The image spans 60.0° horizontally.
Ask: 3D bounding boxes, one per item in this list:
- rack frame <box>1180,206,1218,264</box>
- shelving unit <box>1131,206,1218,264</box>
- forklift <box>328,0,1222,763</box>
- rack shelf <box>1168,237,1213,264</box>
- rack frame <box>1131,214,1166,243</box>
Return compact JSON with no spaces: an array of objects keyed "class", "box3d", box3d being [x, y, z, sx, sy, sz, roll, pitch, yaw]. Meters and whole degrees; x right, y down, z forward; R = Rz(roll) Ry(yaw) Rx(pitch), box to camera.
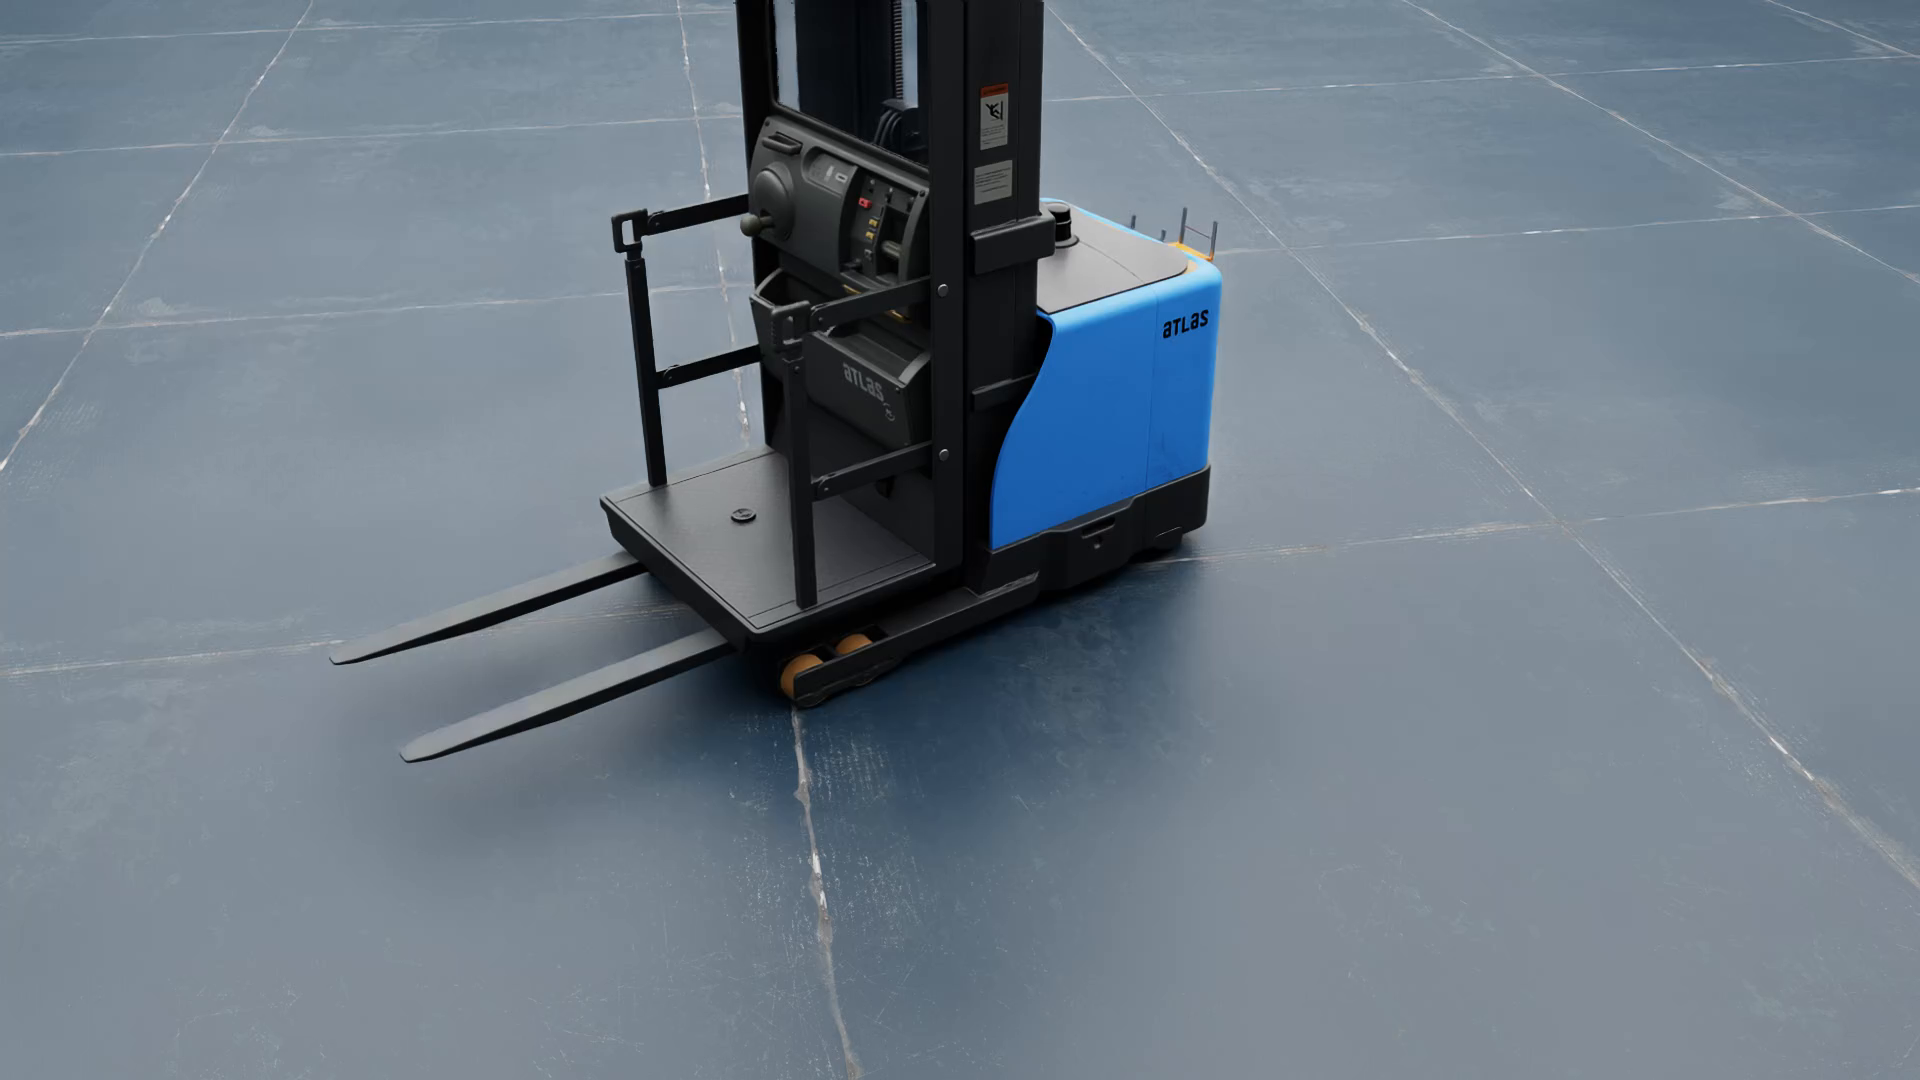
[{"class":"rack frame","box3d":[0.881,-0.769,6.523,0.008,1.050,0.200,-14,33,-29]},{"class":"shelving unit","box3d":[0.777,-0.743,6.464,0.252,1.050,0.215,-14,33,-29]},{"class":"forklift","box3d":[-0.561,-1.032,5.113,3.031,2.935,1.130,-21,36,-31]},{"class":"rack shelf","box3d":[0.791,-0.982,6.333,0.240,0.259,0.215,-14,33,-29]},{"class":"rack frame","box3d":[0.674,-0.717,6.406,0.008,1.050,0.200,-14,33,-29]}]
